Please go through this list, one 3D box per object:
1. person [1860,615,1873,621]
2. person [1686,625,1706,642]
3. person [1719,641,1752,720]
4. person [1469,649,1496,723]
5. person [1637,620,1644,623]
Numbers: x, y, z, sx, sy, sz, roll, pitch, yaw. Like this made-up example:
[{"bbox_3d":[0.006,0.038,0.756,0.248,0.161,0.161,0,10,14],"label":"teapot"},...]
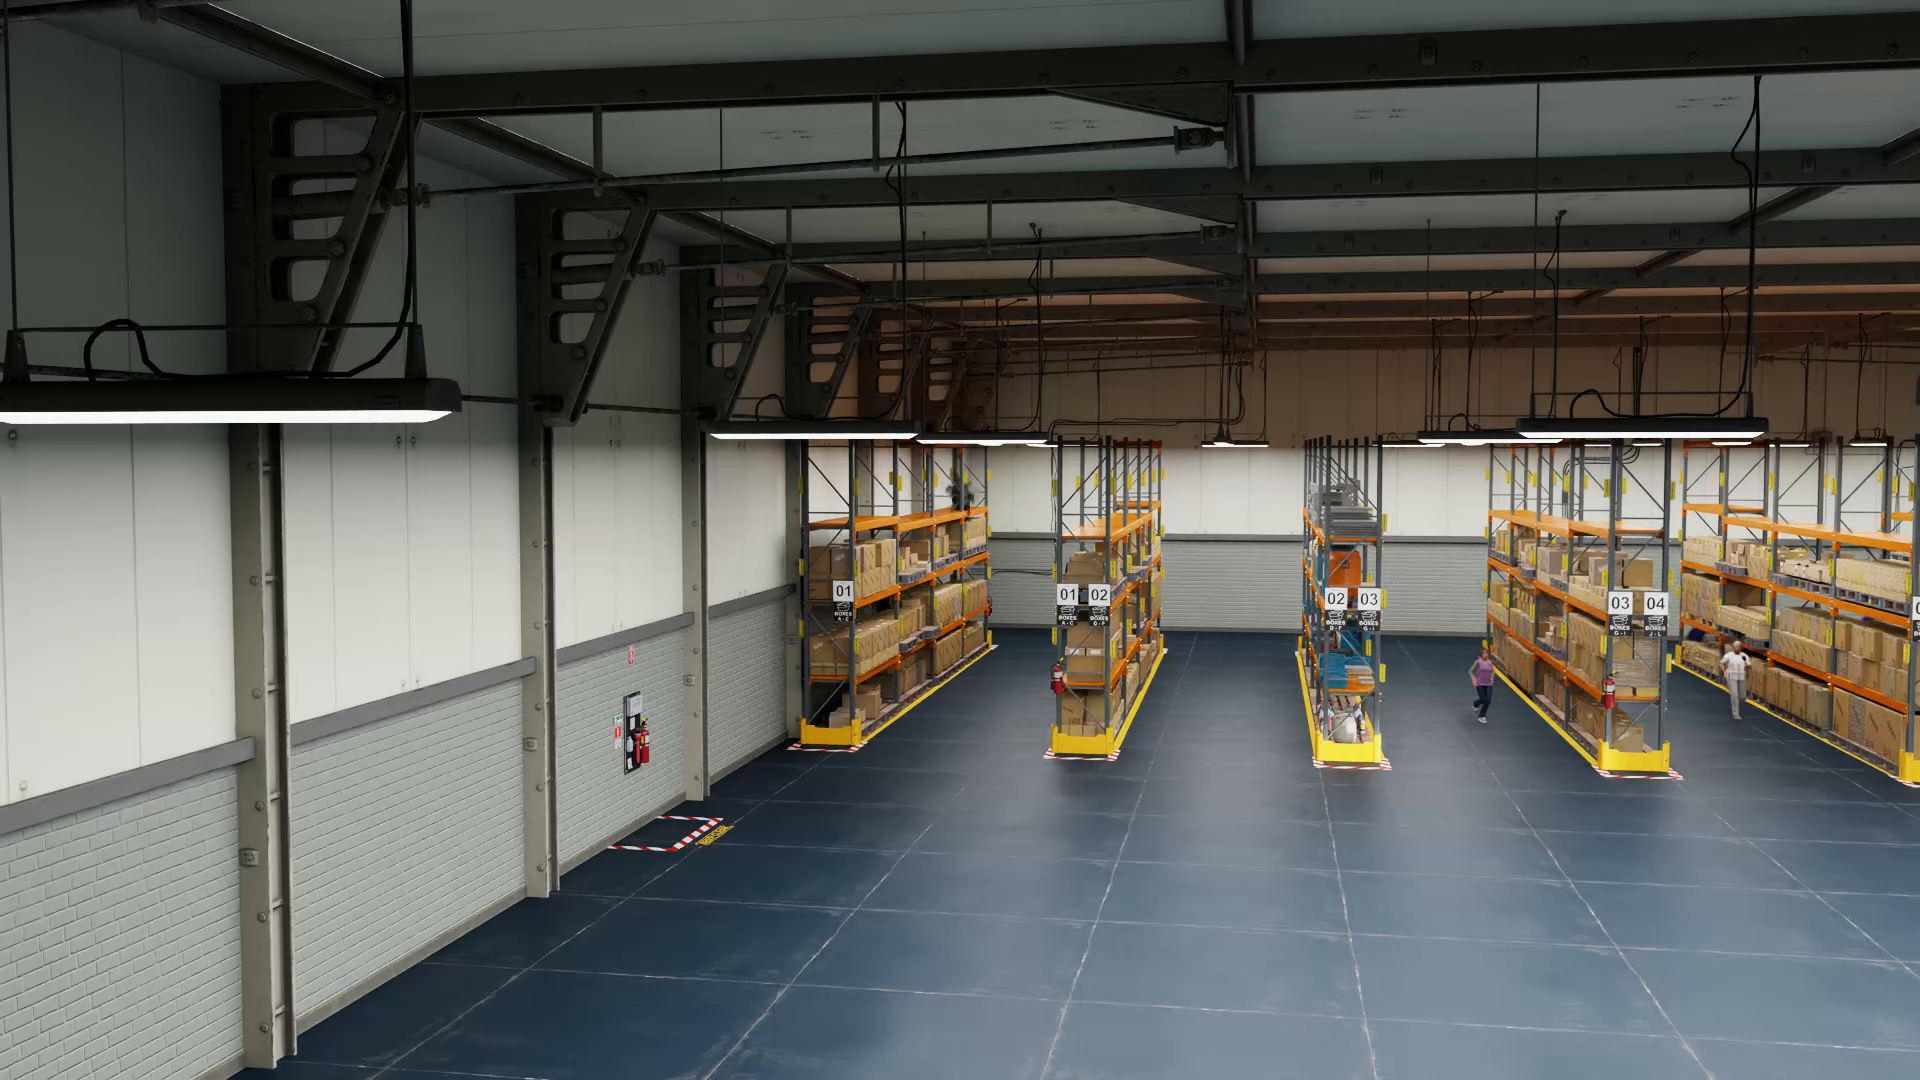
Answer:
[{"bbox_3d":[24.528,2.496,45.093,0.508,1.573,0.664,2,4,30],"label":"person"},{"bbox_3d":[20.259,2.462,45.687,0.524,1.604,0.599,0,3,9],"label":"person"},{"bbox_3d":[16.590,2.976,35.545,0.619,1.638,0.862,0,3,9],"label":"person"},{"bbox_3d":[11.010,3.062,34.975,0.536,1.551,0.544,0,3,-5],"label":"person"},{"bbox_3d":[17.924,2.455,44.356,0.704,1.729,0.622,2,4,37],"label":"person"}]
